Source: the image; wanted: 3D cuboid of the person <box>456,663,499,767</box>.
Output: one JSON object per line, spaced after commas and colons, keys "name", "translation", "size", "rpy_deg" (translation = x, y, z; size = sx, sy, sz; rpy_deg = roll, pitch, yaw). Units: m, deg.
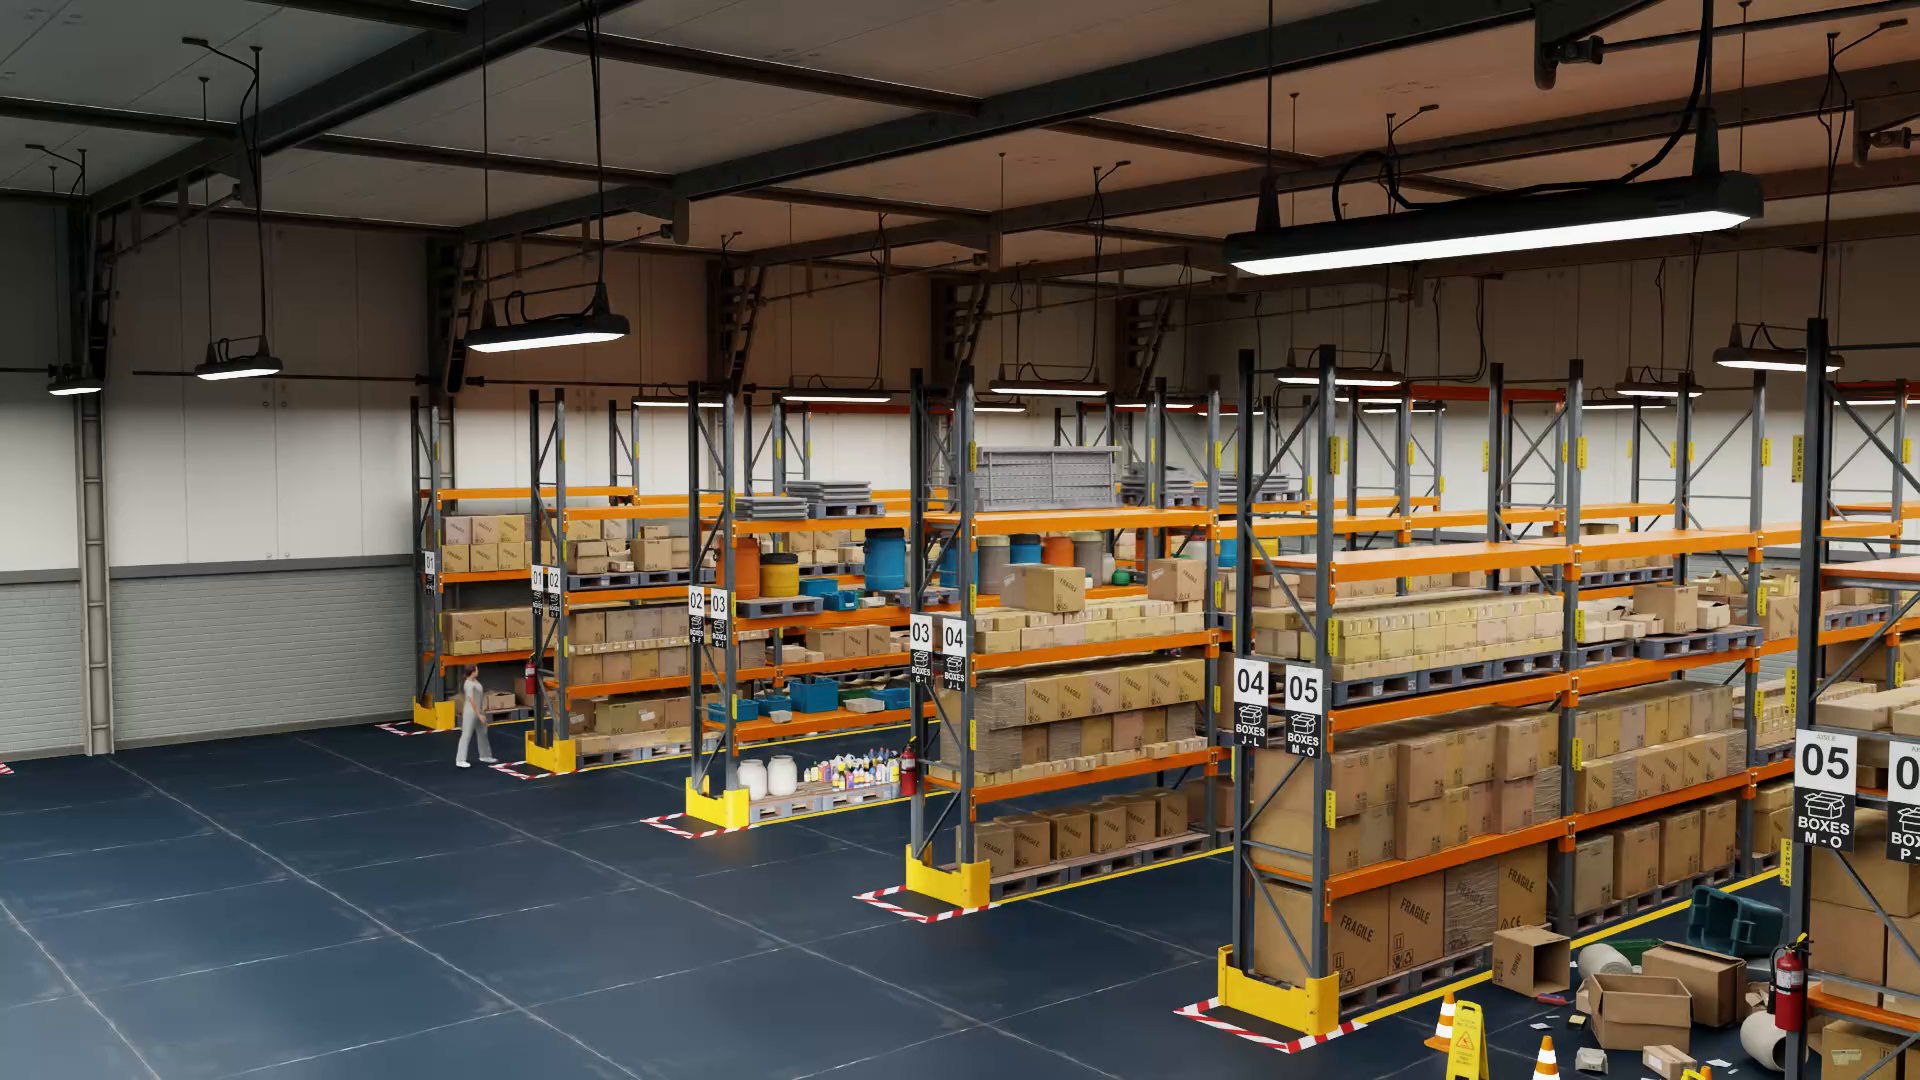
{"name": "person", "translation": [-7.752, 2.786, 26.597], "size": [0.531, 1.686, 0.662], "rpy_deg": [0, 3, 4]}
